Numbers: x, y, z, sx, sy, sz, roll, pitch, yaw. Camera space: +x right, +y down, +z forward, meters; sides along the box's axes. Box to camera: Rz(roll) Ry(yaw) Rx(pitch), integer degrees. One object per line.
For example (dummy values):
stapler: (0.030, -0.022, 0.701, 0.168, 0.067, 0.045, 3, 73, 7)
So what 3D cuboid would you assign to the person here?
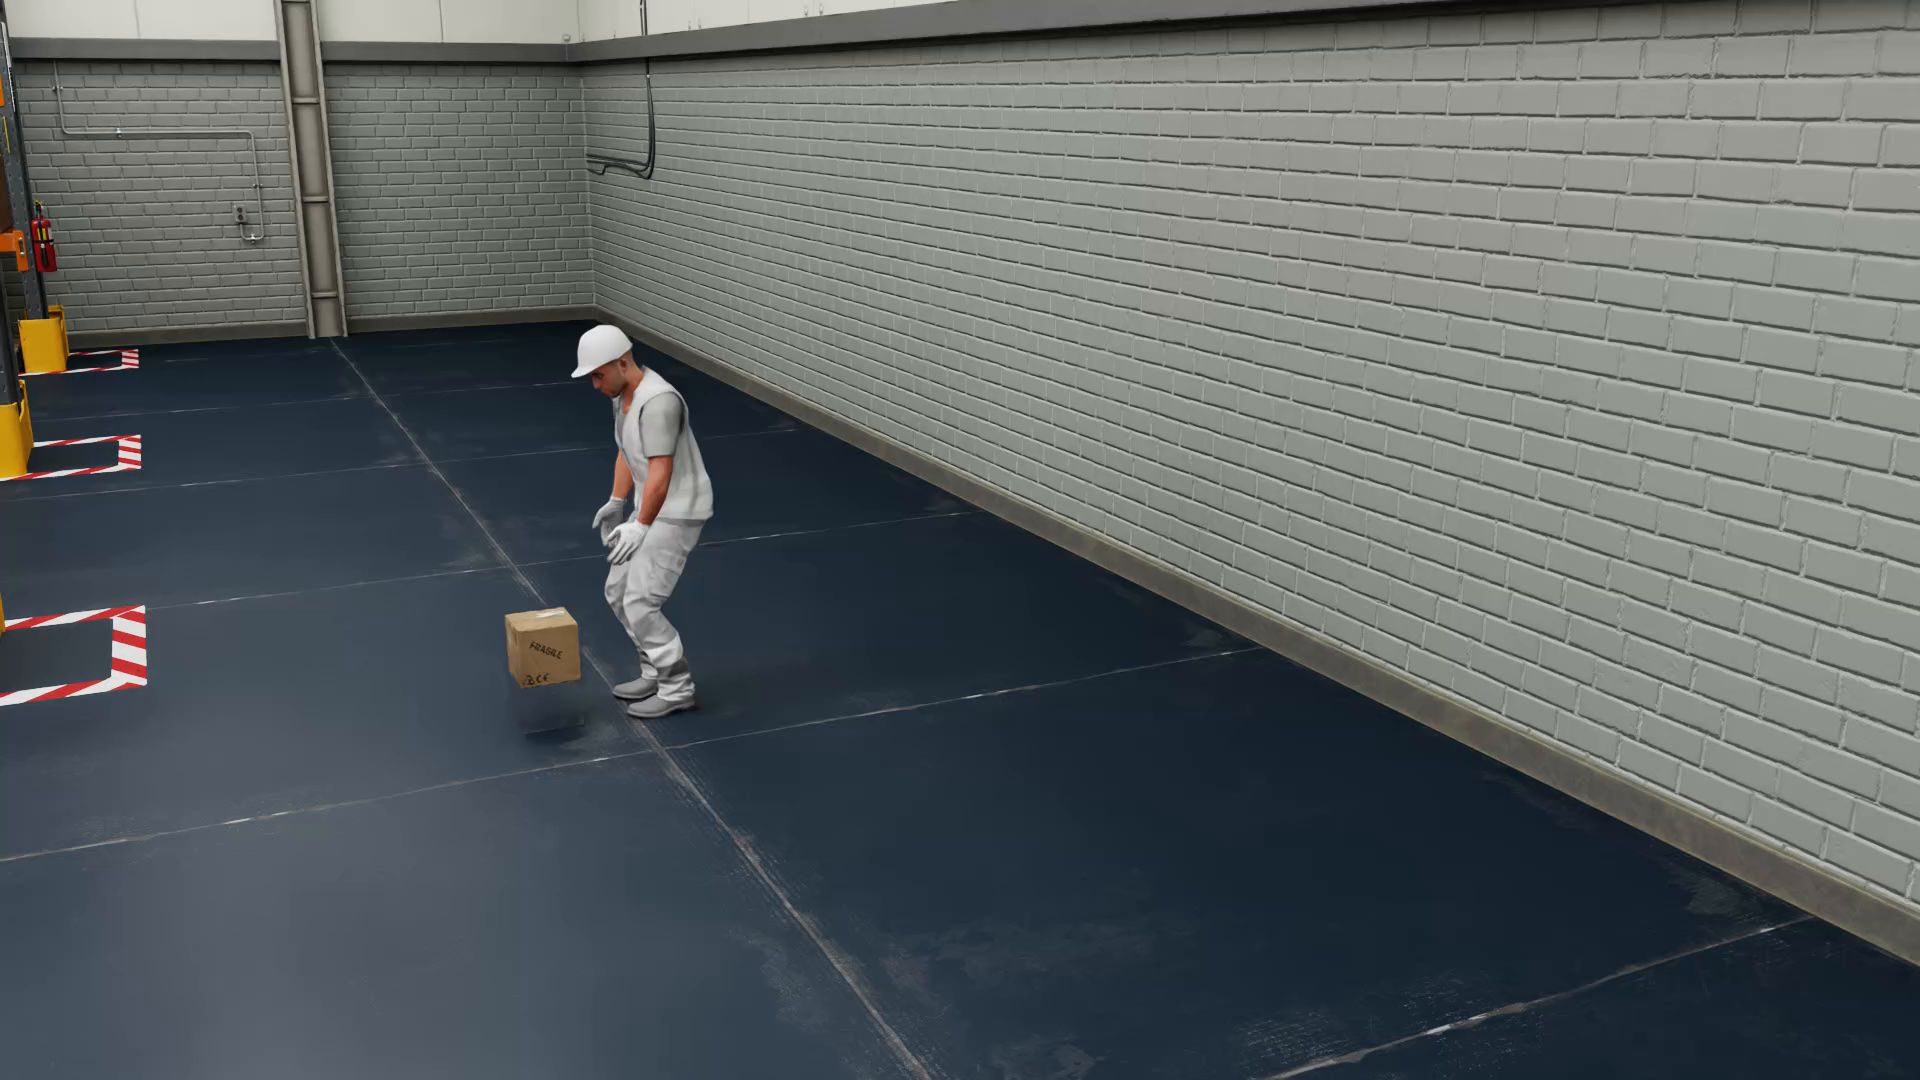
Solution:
person: (-1.323, -0.083, 7.020, 0.558, 1.666, 0.559, -7, 16, -24)
